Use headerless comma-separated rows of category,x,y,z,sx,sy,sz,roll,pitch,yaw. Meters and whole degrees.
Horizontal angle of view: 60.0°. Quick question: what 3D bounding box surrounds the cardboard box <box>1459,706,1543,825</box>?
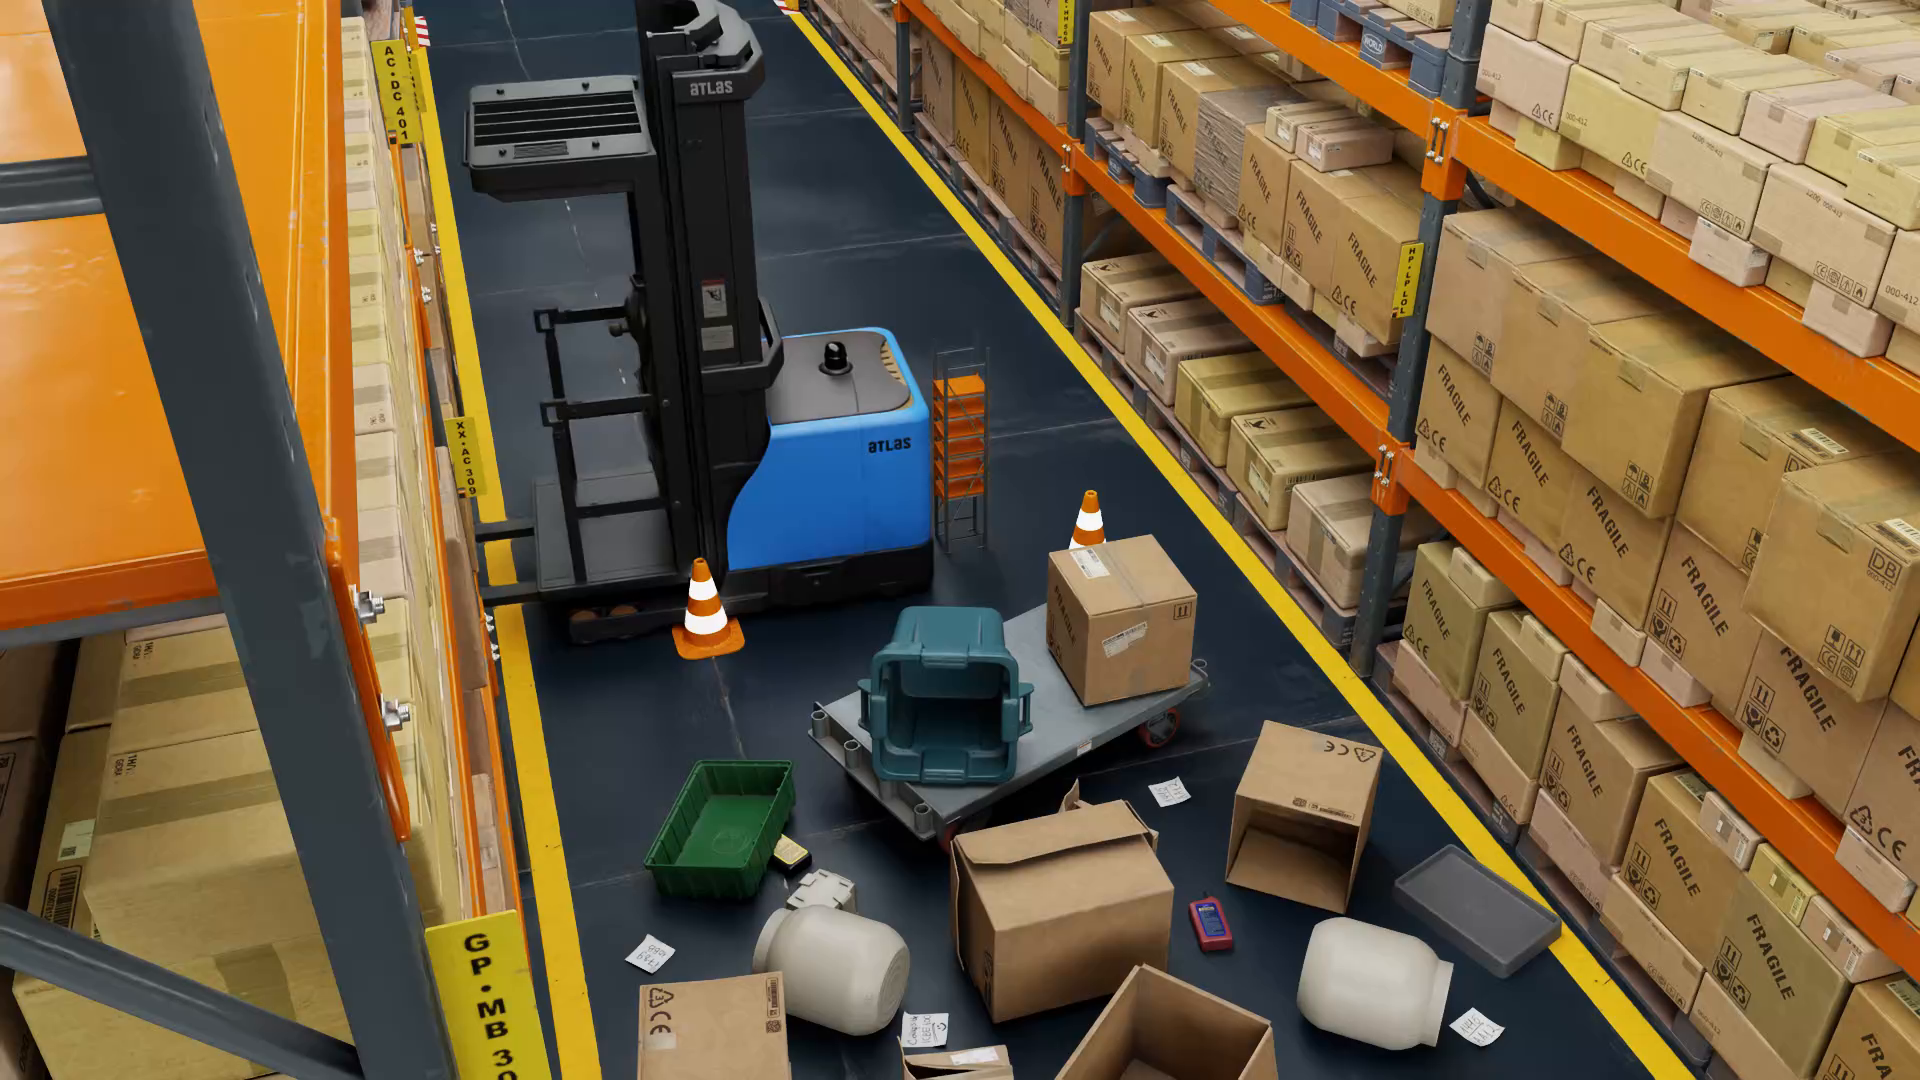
cardboard box,2.489,0.914,7.078,0.500,0.250,0.500,-8,34,-12

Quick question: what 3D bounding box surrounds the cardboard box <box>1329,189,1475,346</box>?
cardboard box,2.034,-1.236,7.478,0.500,0.500,0.500,-11,35,-16

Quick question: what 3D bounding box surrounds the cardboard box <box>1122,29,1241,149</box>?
cardboard box,1.255,-2.585,9.519,0.500,0.500,0.500,-8,34,-12

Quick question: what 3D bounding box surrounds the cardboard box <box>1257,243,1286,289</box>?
cardboard box,1.716,-1.389,8.298,0.380,0.149,0.250,-10,35,-14

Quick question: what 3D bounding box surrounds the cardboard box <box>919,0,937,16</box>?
cardboard box,-0.005,-4.282,12.965,0.500,0.250,0.500,-11,35,-16

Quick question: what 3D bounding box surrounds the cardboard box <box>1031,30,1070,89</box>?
cardboard box,0.783,-3.149,10.797,0.500,0.250,0.500,-10,35,-15

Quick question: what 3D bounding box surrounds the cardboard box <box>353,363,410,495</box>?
cardboard box,-1.178,-0.165,2.910,0.380,0.149,0.250,-11,35,-16

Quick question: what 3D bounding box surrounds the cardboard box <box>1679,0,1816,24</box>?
cardboard box,2.850,-1.917,6.034,0.380,0.149,0.250,-11,35,-16

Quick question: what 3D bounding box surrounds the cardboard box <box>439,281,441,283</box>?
cardboard box,-3.490,-1.754,10.209,0.500,0.250,0.500,-12,35,-17

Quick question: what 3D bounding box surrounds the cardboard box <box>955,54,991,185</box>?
cardboard box,0.501,-3.395,13.033,0.875,0.875,0.875,-9,35,-13

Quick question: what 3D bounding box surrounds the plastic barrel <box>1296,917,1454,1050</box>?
plastic barrel,1.541,1.654,6.183,0.512,0.421,0.421,13,36,18

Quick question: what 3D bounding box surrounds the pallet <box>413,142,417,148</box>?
pallet,-3.829,-2.182,9.825,1.213,0.211,1.003,-10,35,-15

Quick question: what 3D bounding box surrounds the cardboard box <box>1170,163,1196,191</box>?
cardboard box,1.401,-2.093,9.363,0.380,0.149,0.250,-8,34,-12

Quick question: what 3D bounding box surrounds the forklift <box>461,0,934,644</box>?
forklift,-1.710,-1.025,7.962,3.031,2.935,1.130,-8,34,-11

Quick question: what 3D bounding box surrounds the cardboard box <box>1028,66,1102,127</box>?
cardboard box,0.771,-2.951,10.950,0.500,0.250,0.500,-11,35,-16

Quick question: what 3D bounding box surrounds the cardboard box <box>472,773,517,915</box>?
cardboard box,-1.444,0.990,3.735,0.875,0.550,0.550,-10,35,-15

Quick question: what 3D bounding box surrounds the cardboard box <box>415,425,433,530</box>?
cardboard box,-1.333,-0.099,3.534,0.380,0.149,0.250,-10,35,-14

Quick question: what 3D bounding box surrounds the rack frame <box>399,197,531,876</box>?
rack frame,-2.290,0.194,6.055,1.000,3.000,0.127,-10,35,-15

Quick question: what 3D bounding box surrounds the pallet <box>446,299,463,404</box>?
pallet,-3.747,-1.153,10.623,1.003,0.211,1.213,-10,35,-15

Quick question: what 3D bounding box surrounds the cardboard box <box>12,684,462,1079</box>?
cardboard box,-0.973,0.468,2.314,0.500,0.250,0.500,-10,35,-15

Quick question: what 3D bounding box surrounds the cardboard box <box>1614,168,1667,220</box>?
cardboard box,2.500,-1.236,5.727,0.380,0.149,0.250,-9,35,-13

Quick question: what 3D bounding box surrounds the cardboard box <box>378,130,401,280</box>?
cardboard box,-1.742,-0.855,4.316,0.500,0.250,0.500,-10,35,-15

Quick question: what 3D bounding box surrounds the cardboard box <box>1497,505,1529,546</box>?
cardboard box,2.420,-0.109,6.741,0.380,0.149,0.250,-10,35,-15

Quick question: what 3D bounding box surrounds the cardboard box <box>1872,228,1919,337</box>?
cardboard box,2.885,-0.663,4.498,0.500,0.250,0.500,-9,35,-13

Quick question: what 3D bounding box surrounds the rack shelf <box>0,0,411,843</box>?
rack shelf,-1.680,-0.792,3.120,1.077,0.370,4.000,-10,35,-15

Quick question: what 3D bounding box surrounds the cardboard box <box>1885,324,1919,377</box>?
cardboard box,2.874,-0.555,4.696,0.380,0.149,0.250,-11,35,-16

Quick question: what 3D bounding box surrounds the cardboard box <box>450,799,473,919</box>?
cardboard box,-0.948,0.563,2.532,0.380,0.149,0.250,-10,35,-14

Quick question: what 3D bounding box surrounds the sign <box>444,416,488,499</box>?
sign,-1.762,-0.294,5.937,0.100,0.325,0.005,-10,35,-15

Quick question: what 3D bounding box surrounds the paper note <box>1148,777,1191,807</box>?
paper note,0.930,1.113,7.358,0.148,0.019,0.142,-10,35,-15

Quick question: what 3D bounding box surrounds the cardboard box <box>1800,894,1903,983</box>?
cardboard box,2.944,1.239,5.318,0.380,0.149,0.250,-9,35,-13

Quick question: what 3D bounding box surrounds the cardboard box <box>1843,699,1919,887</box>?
cardboard box,3.037,0.741,4.867,0.500,0.500,0.500,-10,35,-15

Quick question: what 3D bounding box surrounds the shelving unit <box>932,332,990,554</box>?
shelving unit,0.004,-0.493,8.727,0.258,1.200,0.189,-10,35,-15

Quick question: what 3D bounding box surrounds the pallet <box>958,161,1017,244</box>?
pallet,0.636,-2.694,12.955,1.003,0.211,1.213,-10,35,-15

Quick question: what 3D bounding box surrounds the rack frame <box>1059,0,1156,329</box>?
rack frame,1.173,-2.791,10.573,1.000,3.000,0.127,-10,35,-15

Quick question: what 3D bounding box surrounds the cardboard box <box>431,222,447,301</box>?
cardboard box,-3.640,-1.716,10.832,0.500,0.500,0.500,-10,35,-14

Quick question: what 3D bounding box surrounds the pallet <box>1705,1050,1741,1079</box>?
pallet,3.376,2.100,5.700,1.003,0.211,1.213,-10,35,-15

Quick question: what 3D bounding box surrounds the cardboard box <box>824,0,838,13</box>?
cardboard box,-0.971,-5.768,17.021,0.875,0.438,0.875,-11,35,-16

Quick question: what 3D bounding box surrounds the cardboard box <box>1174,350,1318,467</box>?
cardboard box,1.794,-0.787,9.542,0.950,0.372,0.625,-9,34,-13

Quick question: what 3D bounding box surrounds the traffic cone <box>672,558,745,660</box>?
traffic cone,-1.261,0.295,8.204,0.336,0.463,0.334,-10,35,-15

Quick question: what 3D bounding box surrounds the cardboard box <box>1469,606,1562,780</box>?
cardboard box,2.490,0.602,6.870,0.500,0.500,0.500,-9,34,-13

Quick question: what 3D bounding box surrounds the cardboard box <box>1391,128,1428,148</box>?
cardboard box,2.232,-1.851,8.409,0.500,0.500,0.500,-10,35,-15

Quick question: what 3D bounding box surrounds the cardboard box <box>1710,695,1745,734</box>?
cardboard box,2.848,0.547,5.748,0.380,0.149,0.250,-10,35,-15

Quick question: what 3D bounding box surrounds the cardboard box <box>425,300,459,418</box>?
cardboard box,-2.499,-0.697,7.312,0.500,0.500,0.500,-10,35,-15

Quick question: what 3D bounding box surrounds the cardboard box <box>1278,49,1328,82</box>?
cardboard box,1.941,-2.591,8.941,0.380,0.149,0.250,-12,35,-17

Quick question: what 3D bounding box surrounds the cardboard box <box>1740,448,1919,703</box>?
cardboard box,2.849,0.077,4.965,0.700,0.500,0.500,-10,35,-15

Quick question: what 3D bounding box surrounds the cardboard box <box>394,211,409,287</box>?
cardboard box,-1.717,-0.764,4.540,0.380,0.149,0.250,-9,35,-14

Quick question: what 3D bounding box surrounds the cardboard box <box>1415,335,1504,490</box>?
cardboard box,2.262,-0.579,6.865,0.500,0.500,0.500,-10,35,-15

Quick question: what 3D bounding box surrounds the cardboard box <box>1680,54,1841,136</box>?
cardboard box,2.536,-1.414,5.273,0.380,0.149,0.250,-11,35,-16

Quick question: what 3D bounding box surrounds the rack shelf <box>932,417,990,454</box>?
rack shelf,0.004,-0.556,8.686,0.258,0.103,0.180,-10,35,-15

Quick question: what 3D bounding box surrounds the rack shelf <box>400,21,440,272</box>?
rack shelf,-4.121,-2.656,11.020,1.077,0.370,4.000,-10,35,-15

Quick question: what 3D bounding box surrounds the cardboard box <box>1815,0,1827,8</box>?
cardboard box,5.798,-3.584,11.093,0.380,0.149,0.250,-9,35,-14

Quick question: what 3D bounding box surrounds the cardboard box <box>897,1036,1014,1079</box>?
cardboard box,-0.012,1.928,5.911,0.396,0.266,0.258,-4,34,-6

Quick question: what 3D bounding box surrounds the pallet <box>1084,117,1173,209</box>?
pallet,1.492,-2.355,10.087,1.213,0.211,1.003,-10,35,-15

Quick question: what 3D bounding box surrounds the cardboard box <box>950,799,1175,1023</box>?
cardboard box,0.373,1.408,6.360,0.797,0.637,0.503,-10,35,-15

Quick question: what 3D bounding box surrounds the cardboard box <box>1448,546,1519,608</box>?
cardboard box,2.297,0.128,6.999,0.380,0.149,0.250,-10,35,-14

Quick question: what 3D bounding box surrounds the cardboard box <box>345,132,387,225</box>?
cardboard box,-1.565,-0.832,3.920,0.380,0.149,0.250,-10,35,-15

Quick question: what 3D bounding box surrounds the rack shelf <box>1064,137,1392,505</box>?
rack shelf,1.783,-1.441,9.182,1.077,0.370,4.000,-10,35,-15
